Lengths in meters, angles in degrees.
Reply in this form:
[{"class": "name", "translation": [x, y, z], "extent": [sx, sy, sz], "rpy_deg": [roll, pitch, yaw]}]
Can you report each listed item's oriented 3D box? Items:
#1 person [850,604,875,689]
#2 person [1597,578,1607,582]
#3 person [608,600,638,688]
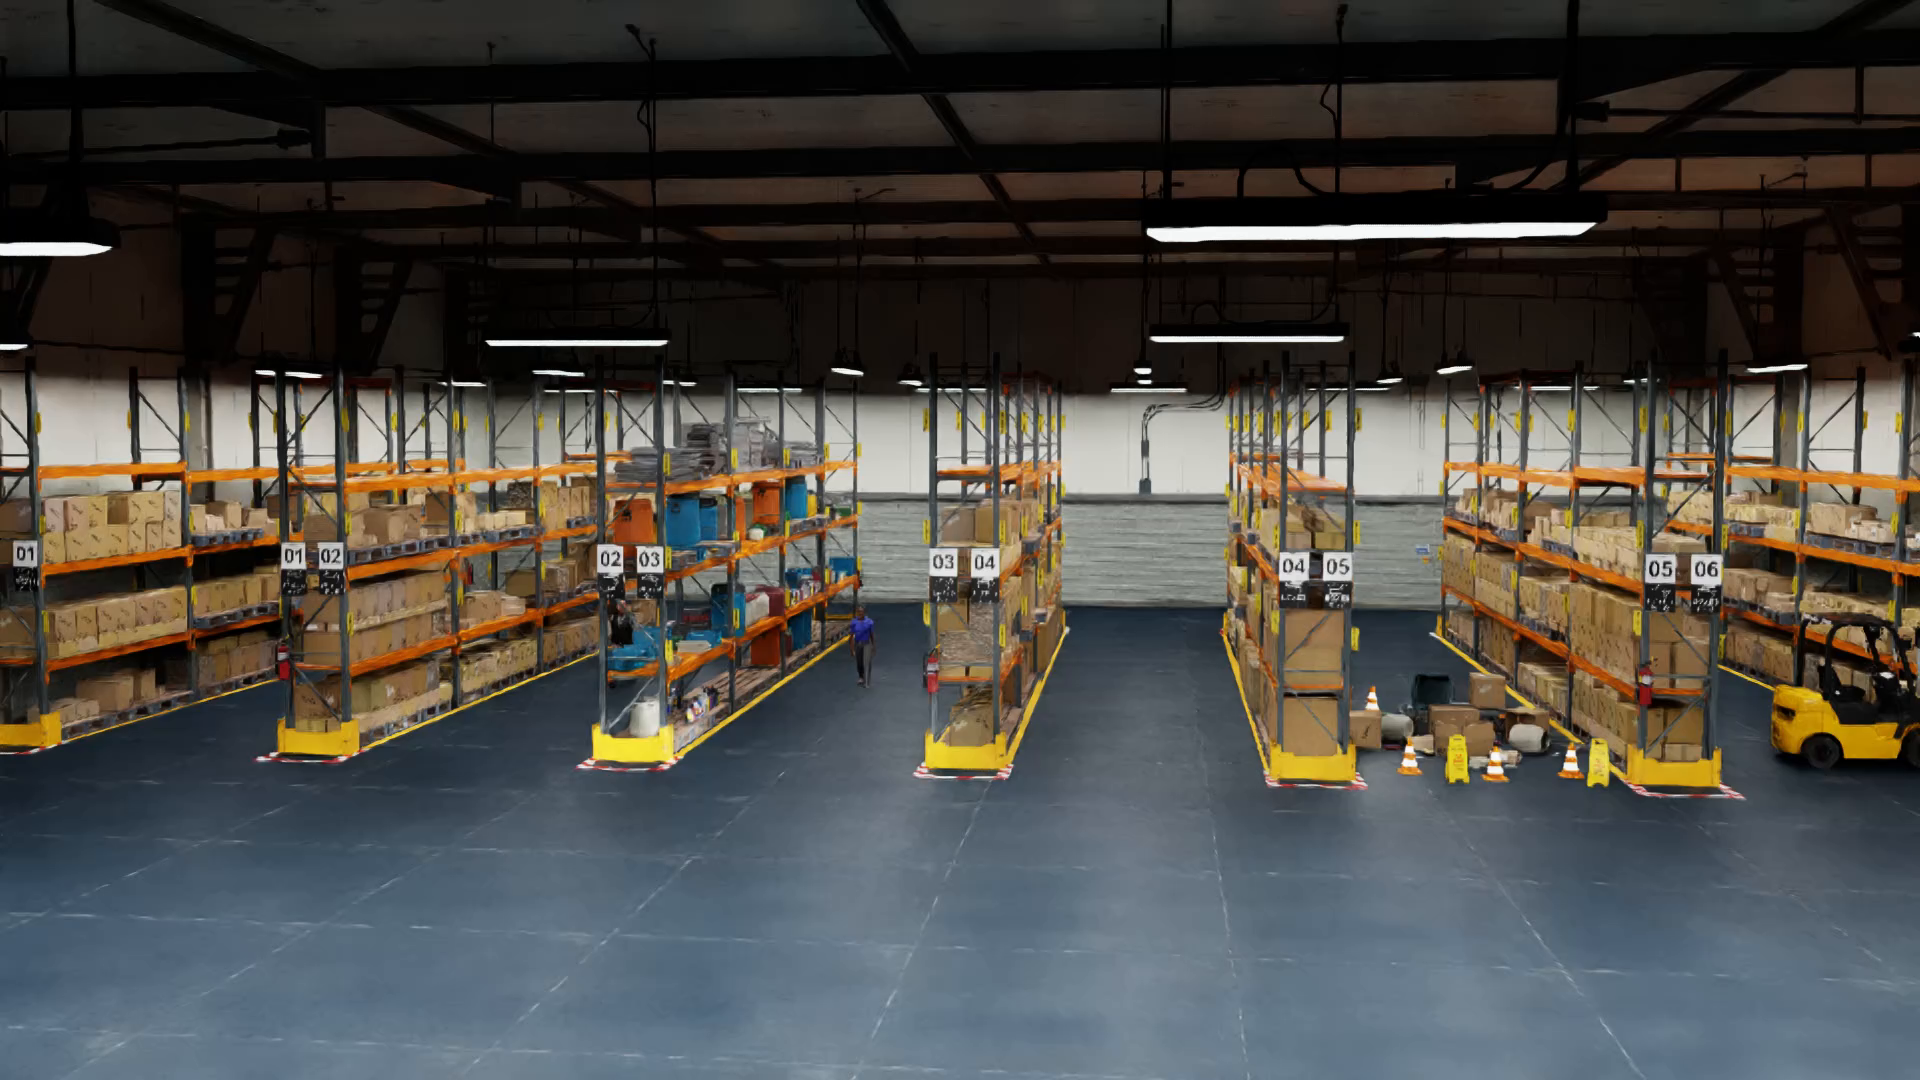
[{"class": "person", "translation": [-1.848, 1.986, 31.267], "extent": [0.451, 1.572, 1.088], "rpy_deg": [0, 4, 5]}, {"class": "person", "translation": [15.335, 1.369, 39.457], "extent": [0.385, 1.670, 0.583], "rpy_deg": [-2, 4, -24]}, {"class": "person", "translation": [-6.364, 1.947, 31.456], "extent": [0.543, 1.644, 1.119], "rpy_deg": [0, 4, 4]}]
